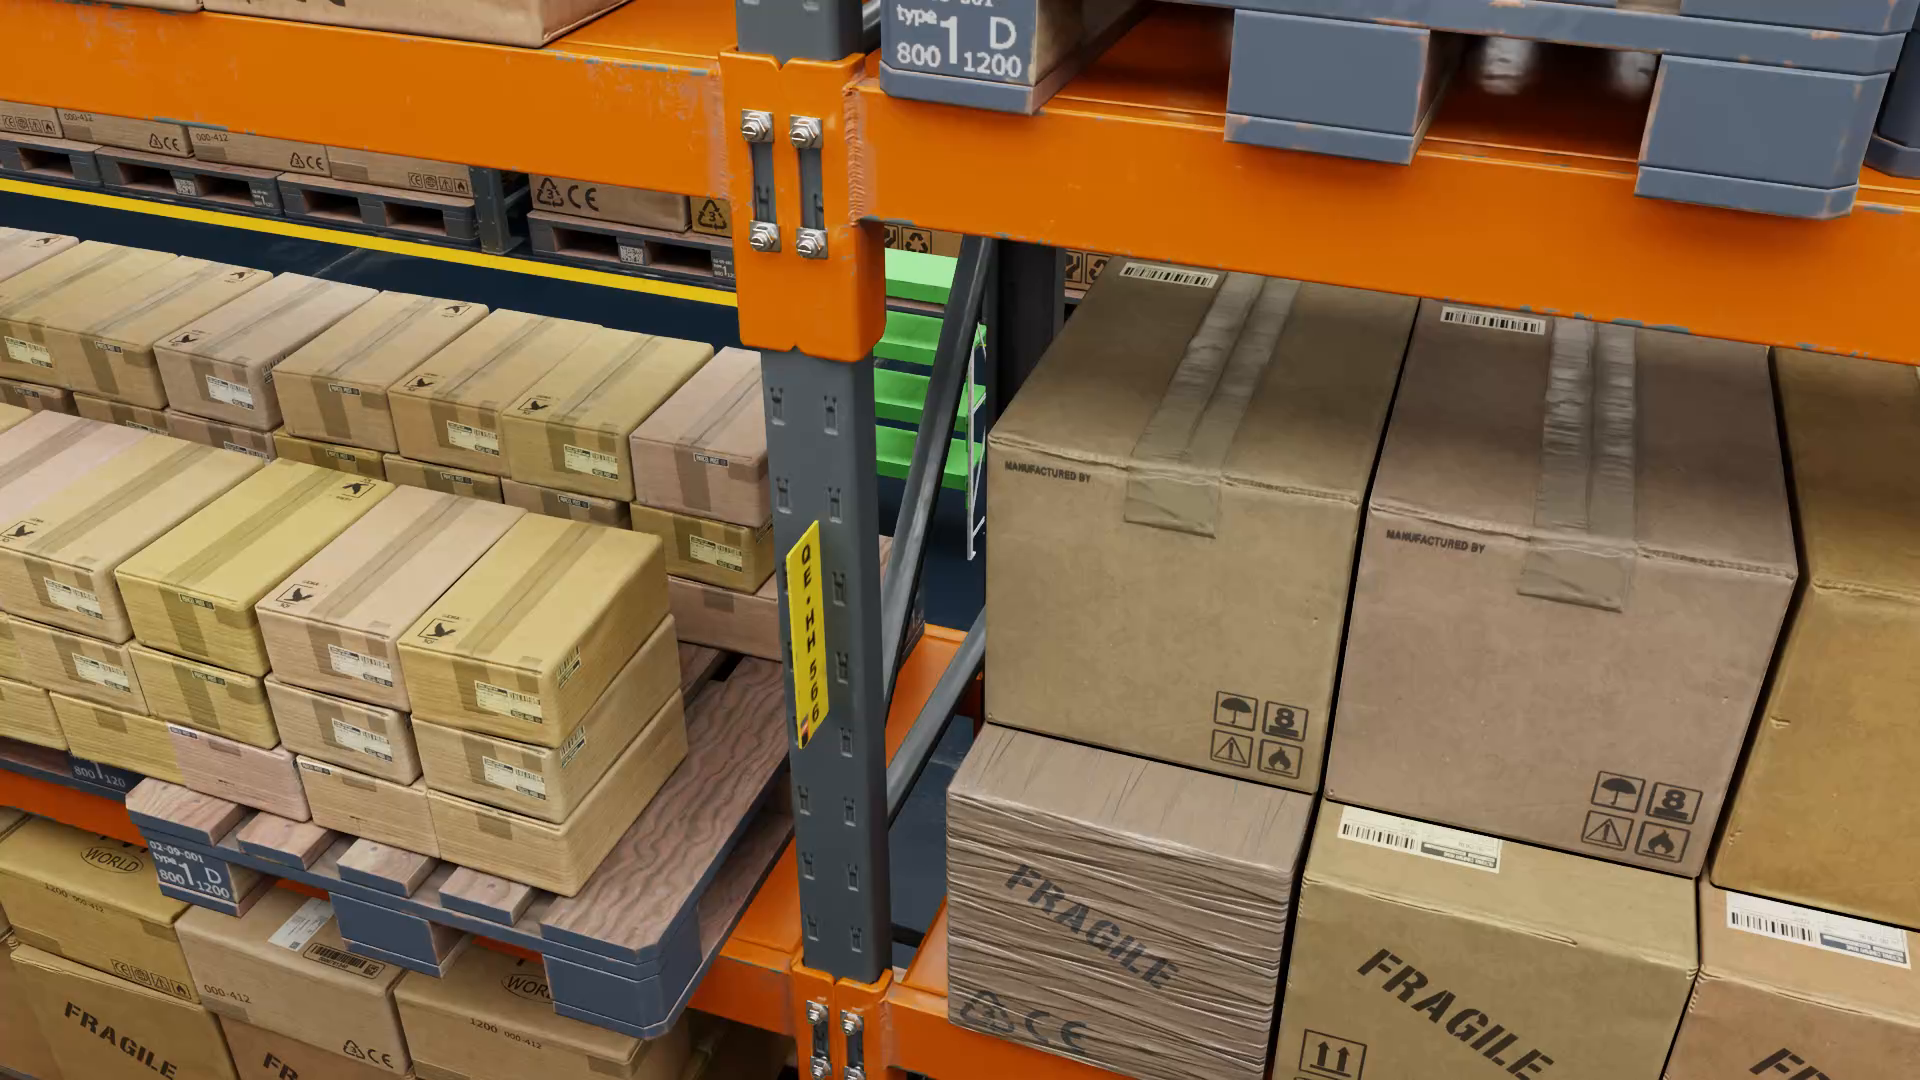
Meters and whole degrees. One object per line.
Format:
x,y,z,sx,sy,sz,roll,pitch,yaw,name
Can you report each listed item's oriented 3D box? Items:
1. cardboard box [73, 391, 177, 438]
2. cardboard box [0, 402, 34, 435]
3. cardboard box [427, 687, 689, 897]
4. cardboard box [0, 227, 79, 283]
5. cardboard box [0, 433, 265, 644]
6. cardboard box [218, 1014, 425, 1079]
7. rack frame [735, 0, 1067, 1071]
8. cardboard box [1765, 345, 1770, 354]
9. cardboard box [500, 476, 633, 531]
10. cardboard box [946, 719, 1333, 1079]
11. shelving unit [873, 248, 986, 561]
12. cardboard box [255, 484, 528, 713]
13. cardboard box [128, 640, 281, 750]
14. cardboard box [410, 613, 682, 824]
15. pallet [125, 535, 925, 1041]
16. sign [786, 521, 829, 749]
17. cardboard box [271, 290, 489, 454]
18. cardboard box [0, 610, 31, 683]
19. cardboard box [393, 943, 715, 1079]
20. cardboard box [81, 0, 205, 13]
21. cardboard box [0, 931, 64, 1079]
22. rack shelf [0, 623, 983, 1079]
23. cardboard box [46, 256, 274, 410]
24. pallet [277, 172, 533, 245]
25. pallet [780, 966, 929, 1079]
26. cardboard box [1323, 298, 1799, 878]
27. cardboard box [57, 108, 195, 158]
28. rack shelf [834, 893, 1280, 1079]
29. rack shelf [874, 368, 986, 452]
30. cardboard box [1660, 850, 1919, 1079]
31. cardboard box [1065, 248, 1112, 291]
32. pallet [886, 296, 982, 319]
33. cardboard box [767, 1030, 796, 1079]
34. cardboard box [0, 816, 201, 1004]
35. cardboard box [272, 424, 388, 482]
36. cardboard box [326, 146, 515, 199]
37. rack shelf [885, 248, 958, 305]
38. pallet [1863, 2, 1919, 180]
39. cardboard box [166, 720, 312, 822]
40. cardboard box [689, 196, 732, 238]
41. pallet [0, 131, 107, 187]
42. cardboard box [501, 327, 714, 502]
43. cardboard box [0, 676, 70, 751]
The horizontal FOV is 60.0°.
-1.632,-0.315,3.542,0.250,0.149,0.380,11,34,16,cardboard box
-1.865,-0.107,2.946,0.250,0.149,0.380,13,35,19,cardboard box
-0.652,0.381,2.739,0.250,0.149,0.380,12,35,17,cardboard box
-2.127,-0.533,3.606,0.250,0.149,0.380,9,34,14,cardboard box
-1.383,-0.011,2.798,0.250,0.149,0.380,12,35,18,cardboard box
-1.228,1.097,3.703,0.500,0.500,0.500,12,35,18,cardboard box
-0.032,0.307,3.009,0.127,3.000,1.000,11,34,16,rack frame
3.480,-0.930,6.961,0.625,0.372,0.950,12,35,18,cardboard box
-0.676,-0.128,3.253,0.250,0.149,0.380,13,35,19,cardboard box
0.299,0.485,2.641,0.500,0.500,0.500,11,35,17,cardboard box
-0.156,-0.534,5.971,0.503,1.200,0.258,11,34,16,shelving unit
-0.884,0.084,2.651,0.250,0.149,0.380,11,34,16,cardboard box
-1.152,0.159,2.809,0.250,0.149,0.380,12,35,18,cardboard box
-0.651,0.253,2.662,0.250,0.149,0.380,12,35,17,cardboard box
-0.739,0.312,3.179,1.003,0.211,1.213,11,34,16,pallet
-0.207,0.133,2.284,0.005,0.325,0.100,11,34,16,sign
-1.135,-0.341,3.308,0.250,0.149,0.380,10,34,14,cardboard box
-1.620,0.066,2.953,0.250,0.149,0.380,11,34,16,cardboard box
-0.765,0.875,3.356,0.500,0.250,0.500,10,34,15,cardboard box
-1.131,-1.055,2.260,0.500,0.500,0.500,11,34,16,cardboard box
-2.195,0.905,4.001,0.500,0.500,0.500,12,35,17,cardboard box
-1.915,0.243,3.771,4.000,0.370,1.077,11,34,16,rack shelf
-1.640,-0.437,3.457,0.250,0.149,0.380,12,35,18,cardboard box
-2.912,-1.978,9.120,1.213,0.211,1.003,11,34,16,pallet
-0.768,1.335,3.988,1.213,0.211,1.003,11,34,16,pallet
0.863,0.024,2.433,0.500,0.500,0.700,11,34,16,cardboard box
-4.469,-2.570,9.440,0.875,0.438,0.875,12,35,18,cardboard box
1.850,0.975,2.637,4.000,0.370,1.077,11,34,16,rack shelf
-0.156,-0.481,6.006,0.480,0.148,0.258,11,34,16,rack shelf
1.253,0.669,2.356,0.500,0.500,0.500,11,34,16,cardboard box
0.920,-1.691,7.676,0.875,0.875,0.875,11,34,16,cardboard box
-0.319,-1.474,8.339,1.213,0.211,1.003,11,34,16,pallet
-0.612,0.921,3.975,0.500,0.500,0.500,10,34,14,cardboard box
-1.717,0.687,3.647,0.500,0.250,0.500,12,35,18,cardboard box
-1.166,-0.221,3.398,0.250,0.149,0.380,11,34,17,cardboard box
-2.778,-2.241,8.930,0.875,0.438,0.875,11,34,16,cardboard box
-0.156,-0.884,5.746,0.480,0.148,0.258,11,34,16,rack shelf
1.645,-0.580,1.791,1.213,0.211,1.003,13,35,19,pallet
-1.127,0.288,2.884,0.250,0.149,0.380,12,35,17,cardboard box
-0.759,-2.021,8.186,0.875,0.875,0.875,12,35,18,cardboard box
-5.209,-2.425,9.811,1.213,0.211,1.003,11,34,16,pallet
-0.656,-0.245,3.160,0.250,0.149,0.380,10,34,15,cardboard box
-1.615,0.192,3.032,0.250,0.149,0.380,10,34,14,cardboard box
